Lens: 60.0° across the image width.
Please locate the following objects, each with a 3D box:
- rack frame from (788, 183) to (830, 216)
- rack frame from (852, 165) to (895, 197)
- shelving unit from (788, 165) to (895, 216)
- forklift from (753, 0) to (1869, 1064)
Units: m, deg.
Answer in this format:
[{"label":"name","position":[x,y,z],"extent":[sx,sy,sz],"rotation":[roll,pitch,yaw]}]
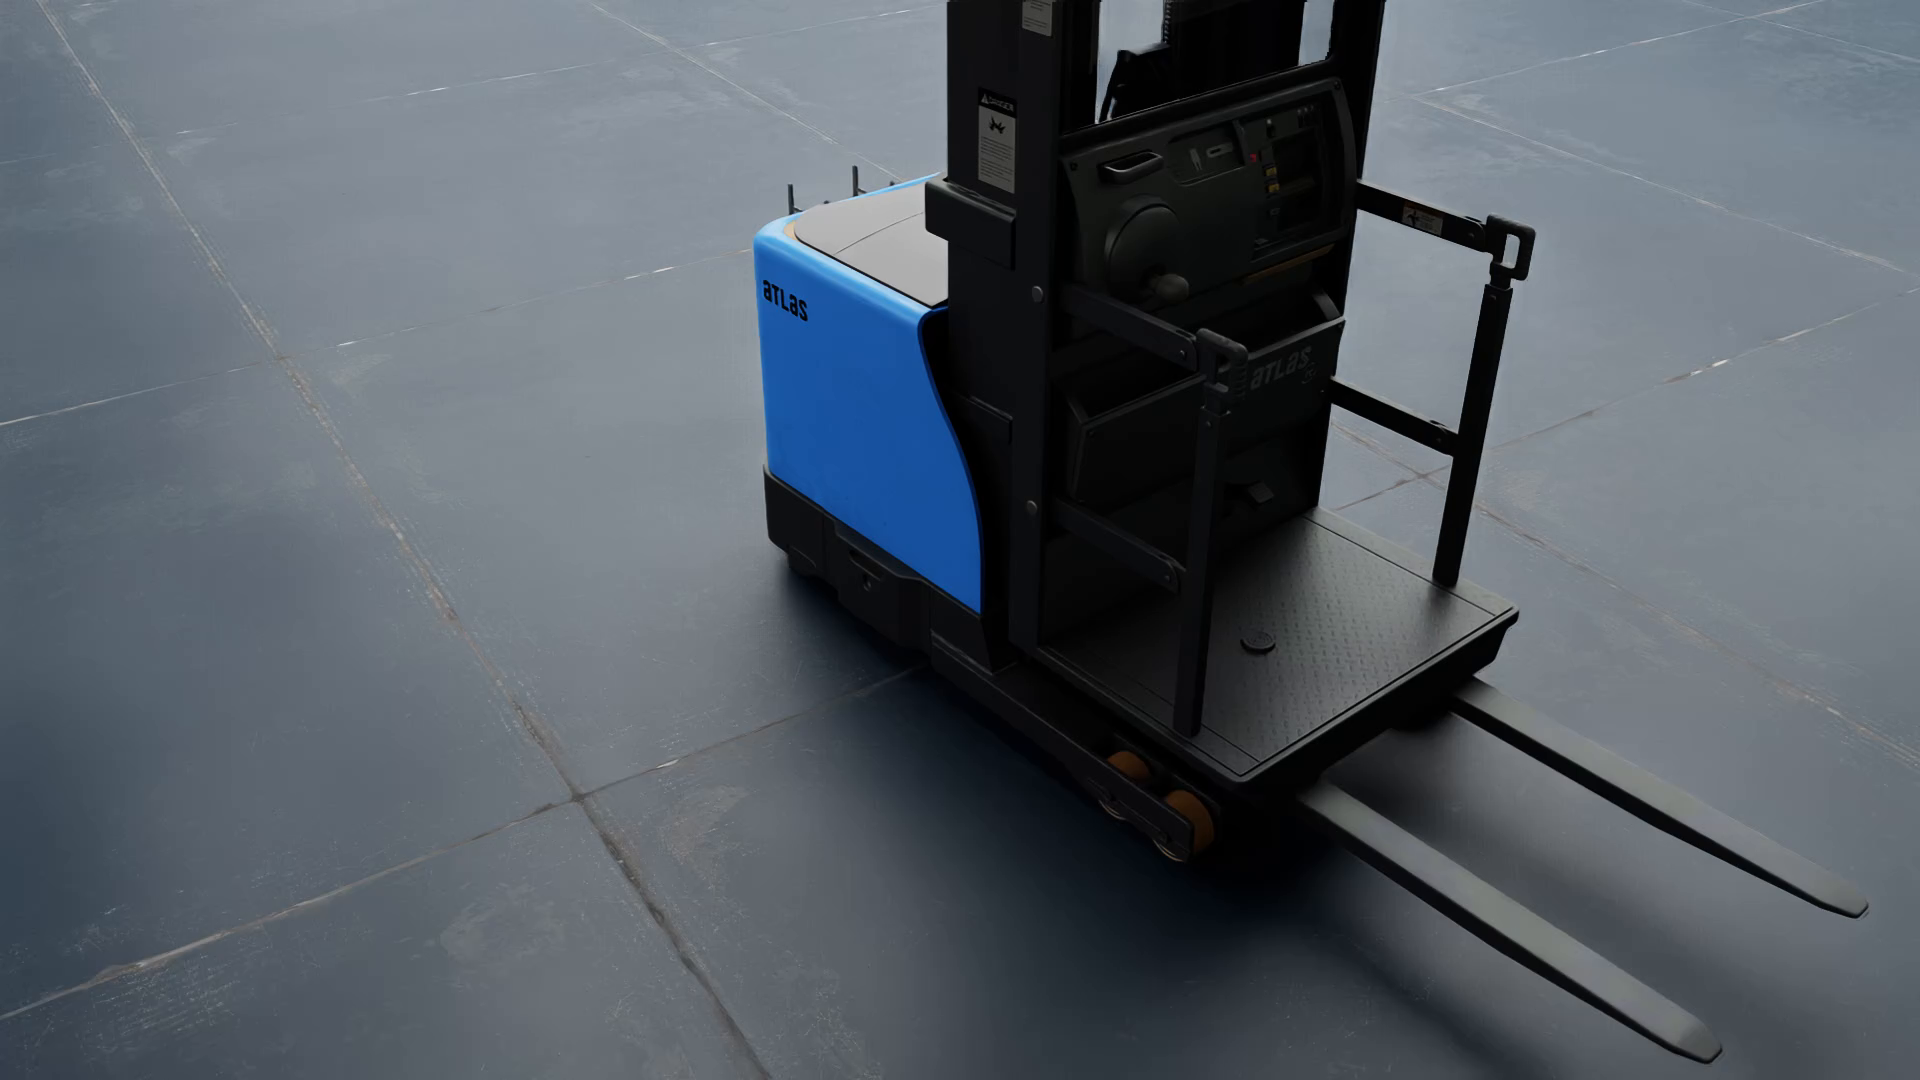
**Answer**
[{"label":"rack frame","position":[-0.448,-0.582,5.189],"extent":[0.008,1.050,0.200],"rotation":[-25,40,-34]},{"label":"rack frame","position":[-0.263,-0.667,5.324],"extent":[0.008,1.050,0.200],"rotation":[-25,40,-34]},{"label":"shelving unit","position":[-0.355,-0.625,5.256],"extent":[0.252,1.050,0.215],"rotation":[-25,40,-34]},{"label":"forklift","position":[0.736,-0.770,3.723],"extent":[1.130,2.935,3.031],"rotation":[-24,39,-33]}]
